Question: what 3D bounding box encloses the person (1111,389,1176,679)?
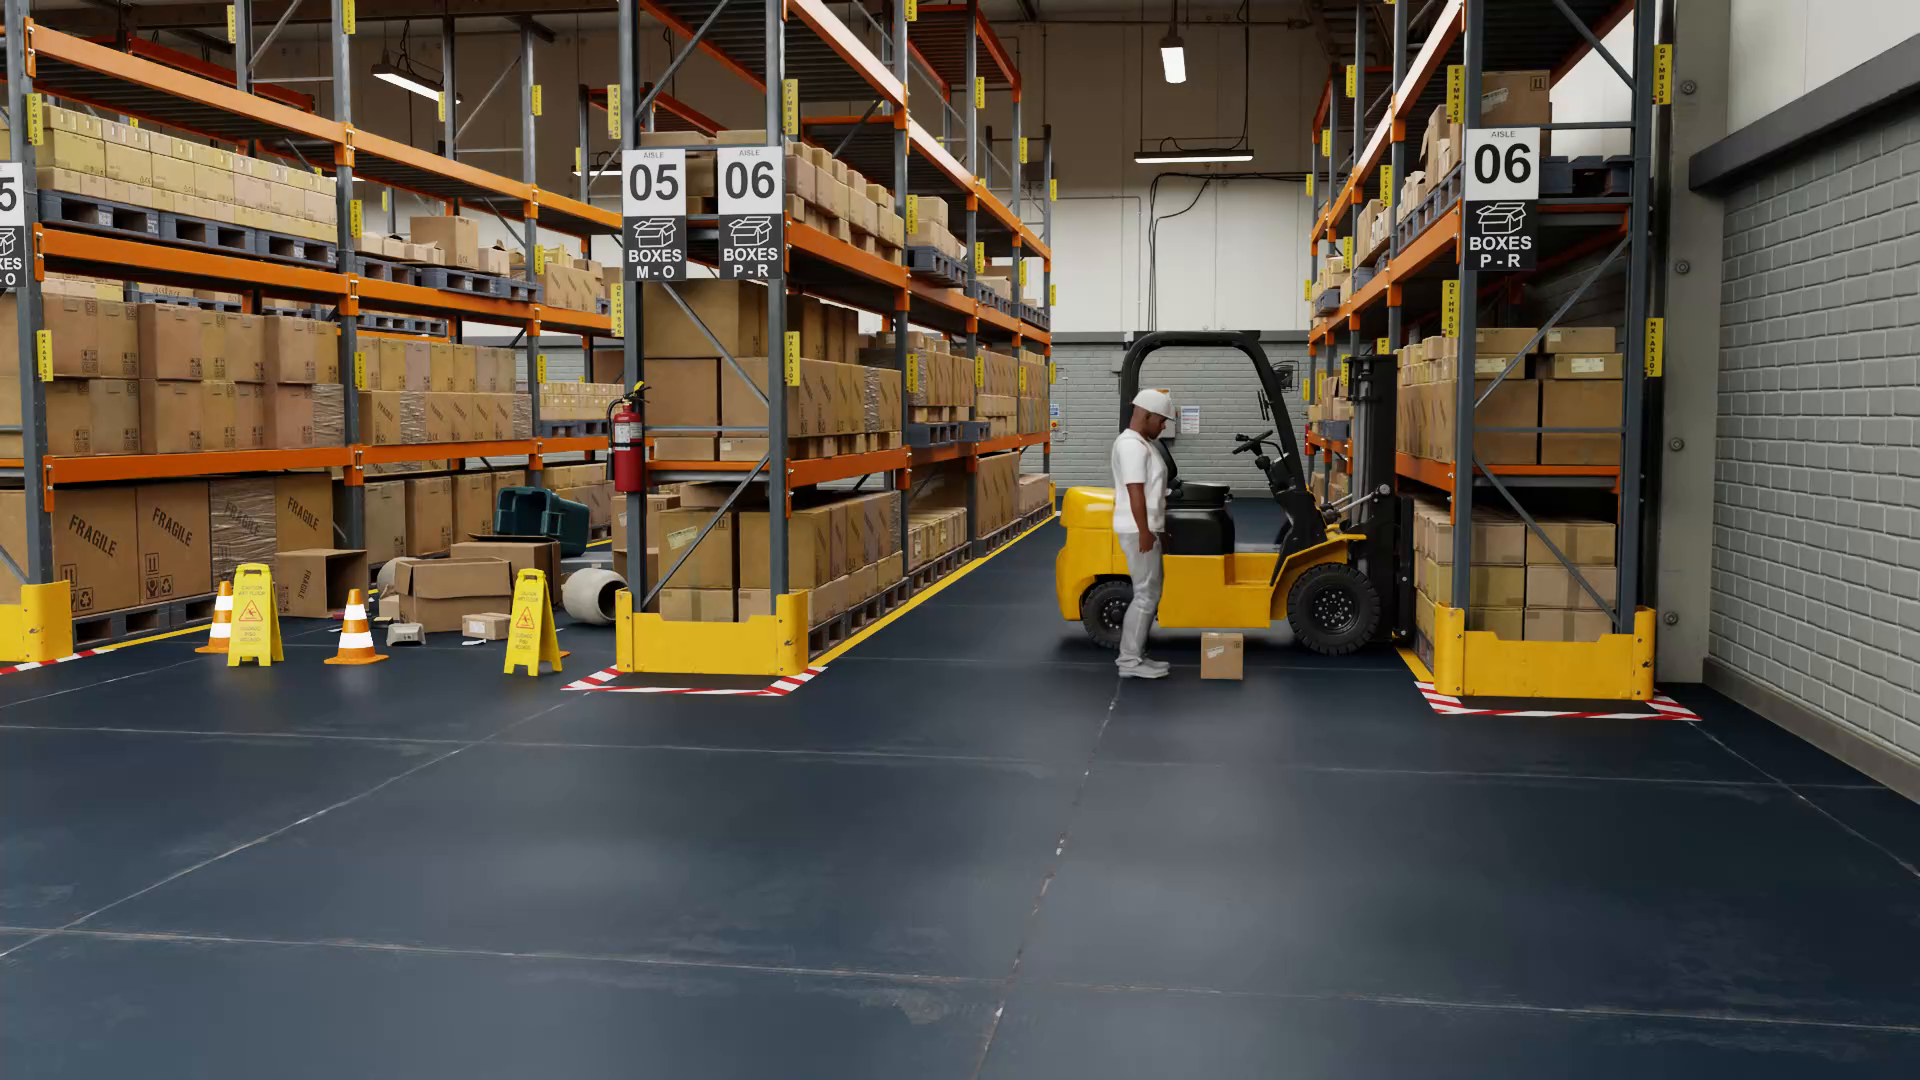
[{"bbox_3d":[1.125,-0.048,10.204,0.384,1.751,0.573,1,5,10],"label":"person"}]
